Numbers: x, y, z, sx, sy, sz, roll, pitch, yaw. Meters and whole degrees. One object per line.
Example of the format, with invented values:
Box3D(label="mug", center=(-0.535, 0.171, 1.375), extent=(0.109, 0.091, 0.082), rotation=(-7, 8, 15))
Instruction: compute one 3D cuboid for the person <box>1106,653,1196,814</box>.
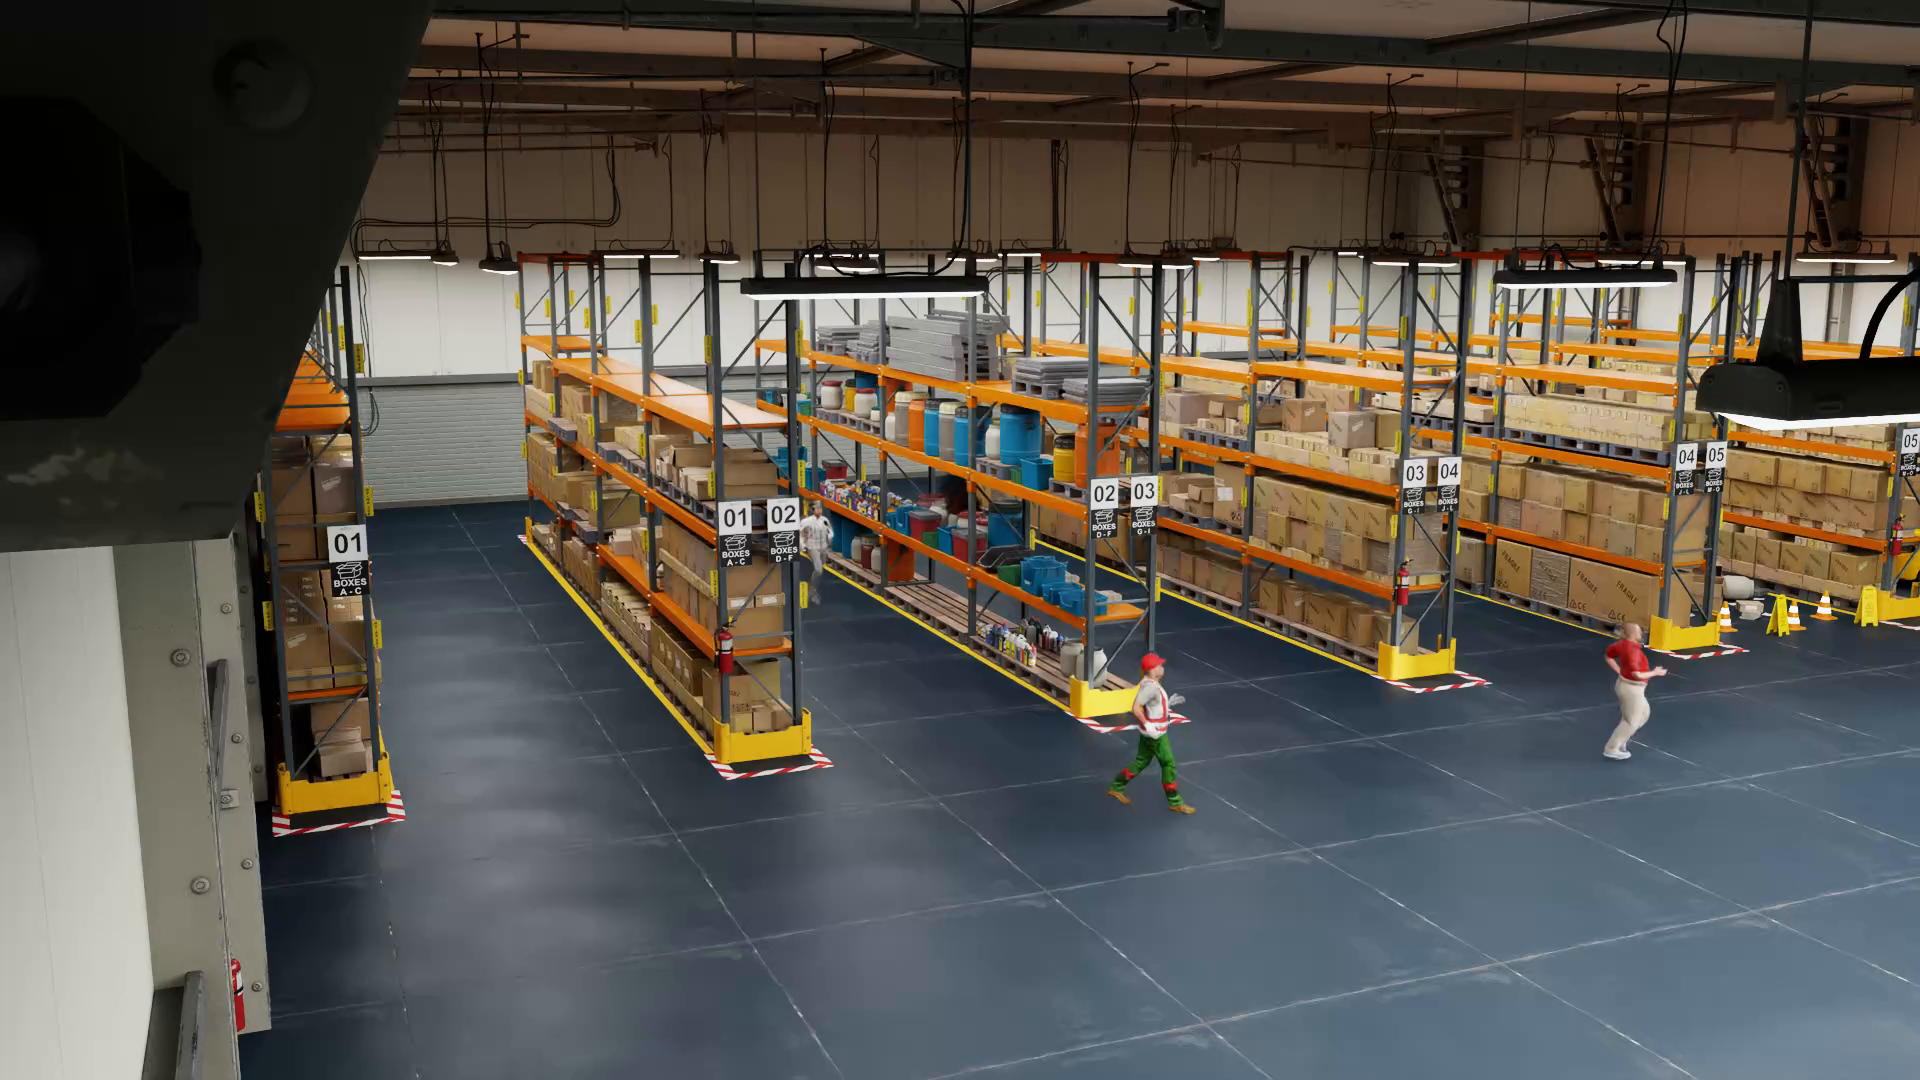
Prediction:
Box3D(label="person", center=(2.120, 2.121, 18.301), extent=(0.983, 1.785, 0.658), rotation=(0, 10, -2))

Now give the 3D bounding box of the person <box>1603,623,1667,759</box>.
Box3D(label="person", center=(8.205, 1.856, 20.225), extent=(0.656, 1.730, 0.644), rotation=(1, 10, 6))

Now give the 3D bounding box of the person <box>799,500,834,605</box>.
Box3D(label="person", center=(-2.363, 0.204, 27.706), extent=(0.578, 1.761, 0.658), rotation=(-8, 13, -37))
